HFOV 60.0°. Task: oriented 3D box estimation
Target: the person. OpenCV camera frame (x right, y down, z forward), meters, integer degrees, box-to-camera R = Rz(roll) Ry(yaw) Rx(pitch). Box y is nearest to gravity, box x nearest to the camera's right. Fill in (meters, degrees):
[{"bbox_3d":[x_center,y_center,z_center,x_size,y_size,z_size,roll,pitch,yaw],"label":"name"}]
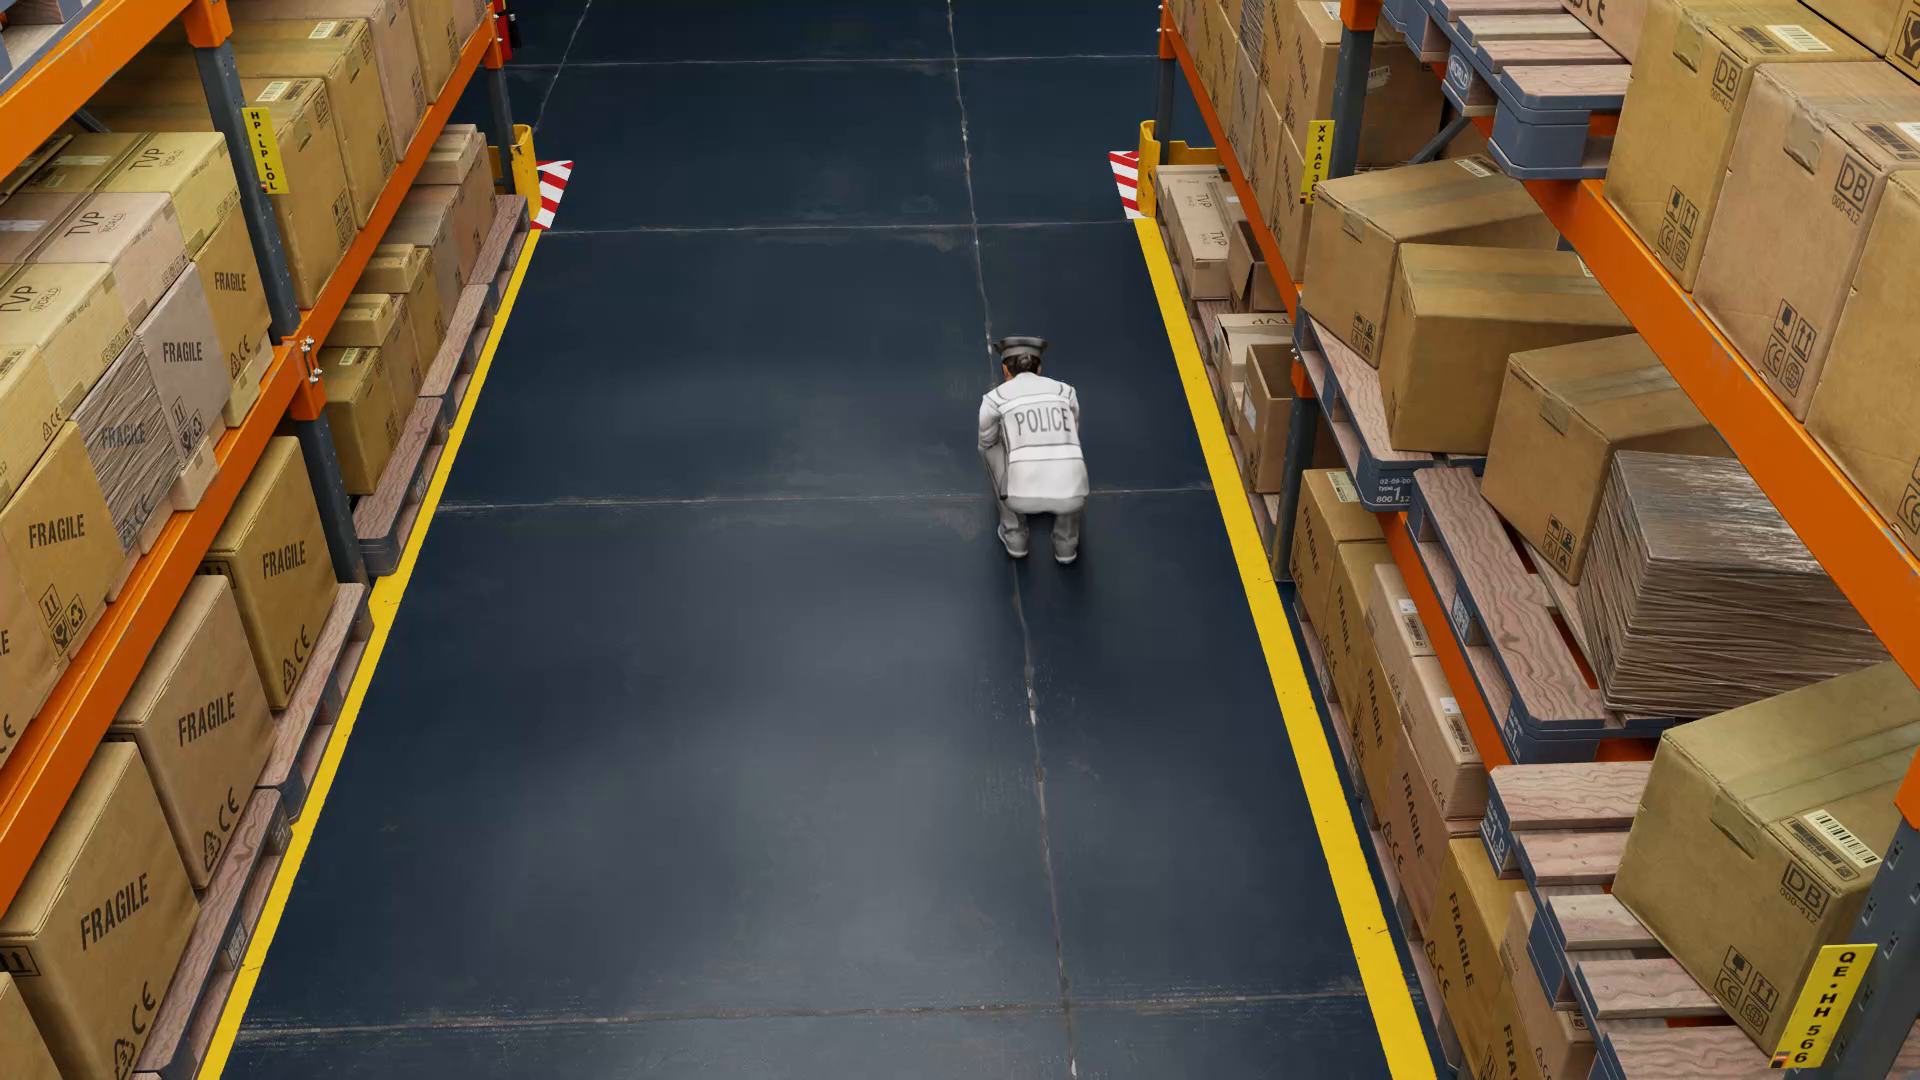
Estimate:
[{"bbox_3d":[0.331,-0.393,7.393,0.485,0.868,0.856,-1,35,-2],"label":"person"}]
